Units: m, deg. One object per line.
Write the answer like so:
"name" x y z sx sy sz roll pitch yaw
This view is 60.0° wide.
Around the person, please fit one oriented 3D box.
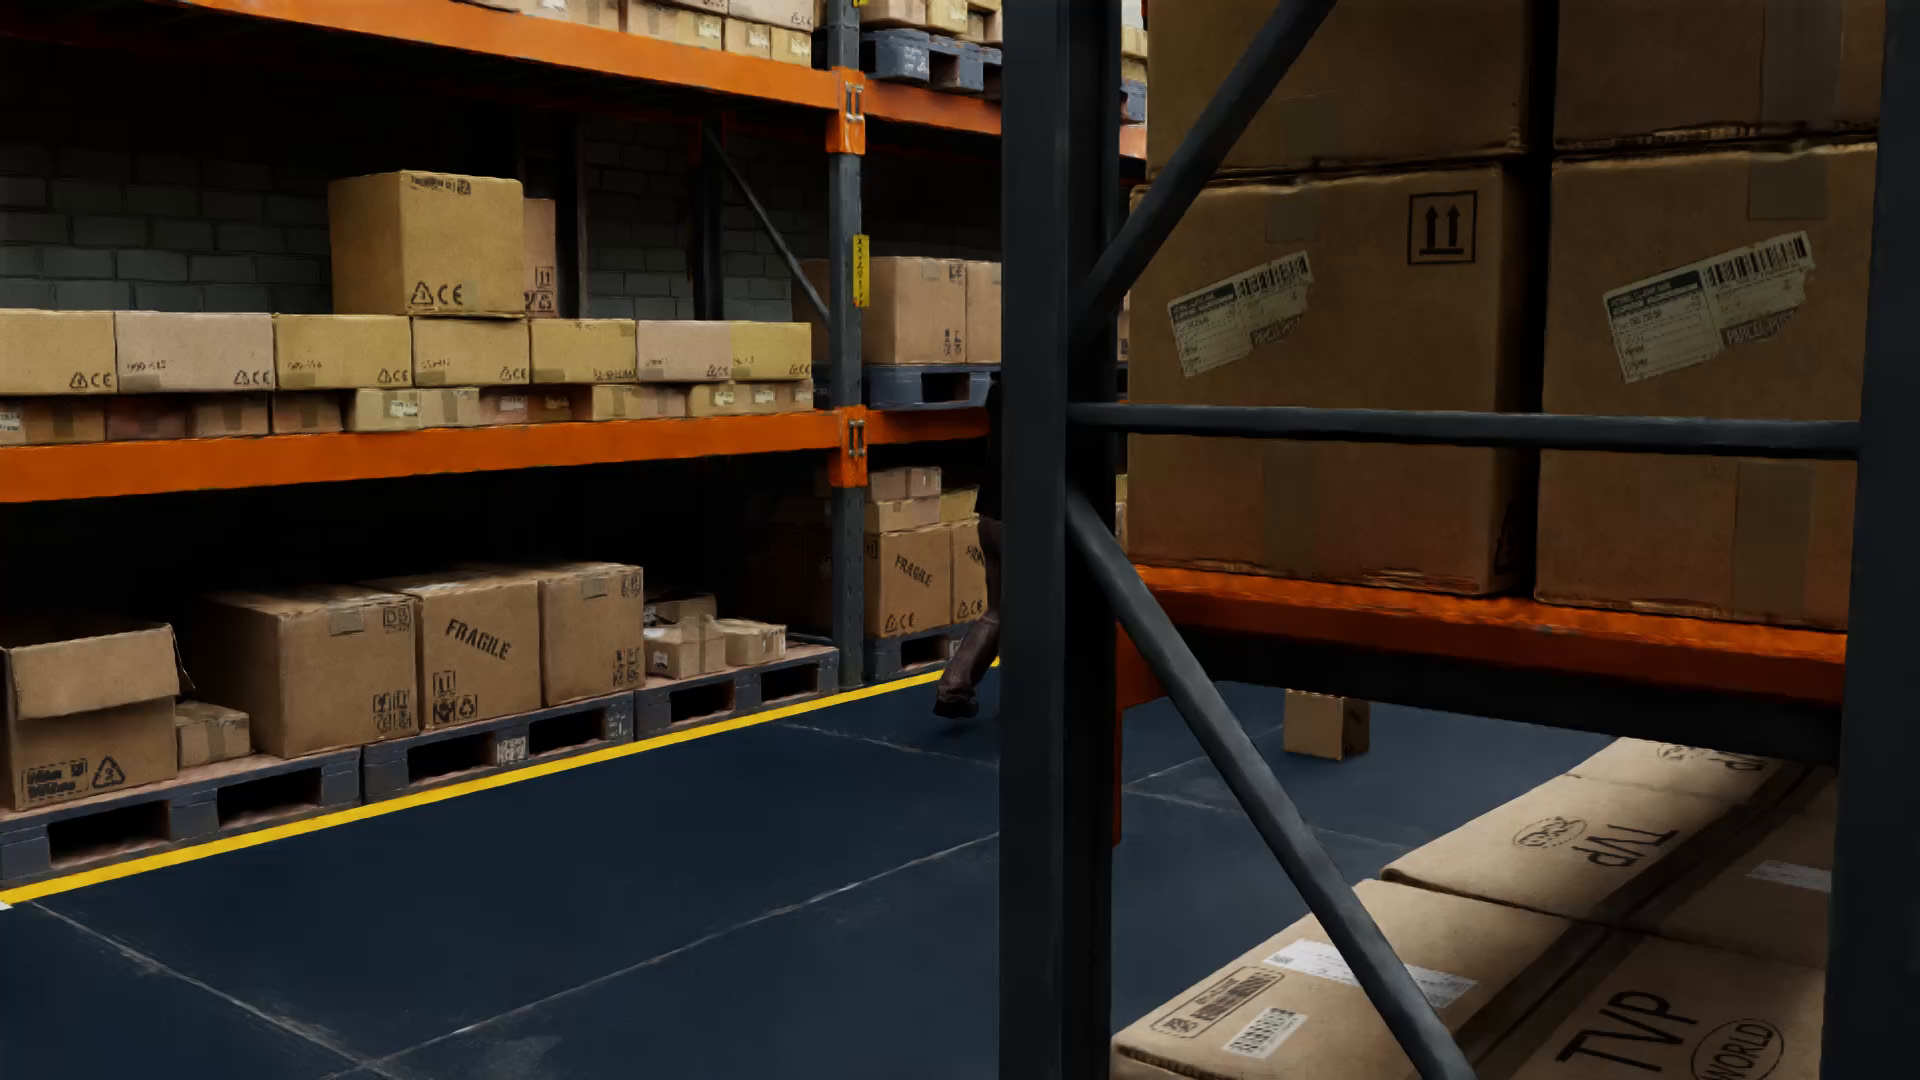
"person" 0.184 -0.043 6.717 0.543 1.712 0.569 -2 7 -19
